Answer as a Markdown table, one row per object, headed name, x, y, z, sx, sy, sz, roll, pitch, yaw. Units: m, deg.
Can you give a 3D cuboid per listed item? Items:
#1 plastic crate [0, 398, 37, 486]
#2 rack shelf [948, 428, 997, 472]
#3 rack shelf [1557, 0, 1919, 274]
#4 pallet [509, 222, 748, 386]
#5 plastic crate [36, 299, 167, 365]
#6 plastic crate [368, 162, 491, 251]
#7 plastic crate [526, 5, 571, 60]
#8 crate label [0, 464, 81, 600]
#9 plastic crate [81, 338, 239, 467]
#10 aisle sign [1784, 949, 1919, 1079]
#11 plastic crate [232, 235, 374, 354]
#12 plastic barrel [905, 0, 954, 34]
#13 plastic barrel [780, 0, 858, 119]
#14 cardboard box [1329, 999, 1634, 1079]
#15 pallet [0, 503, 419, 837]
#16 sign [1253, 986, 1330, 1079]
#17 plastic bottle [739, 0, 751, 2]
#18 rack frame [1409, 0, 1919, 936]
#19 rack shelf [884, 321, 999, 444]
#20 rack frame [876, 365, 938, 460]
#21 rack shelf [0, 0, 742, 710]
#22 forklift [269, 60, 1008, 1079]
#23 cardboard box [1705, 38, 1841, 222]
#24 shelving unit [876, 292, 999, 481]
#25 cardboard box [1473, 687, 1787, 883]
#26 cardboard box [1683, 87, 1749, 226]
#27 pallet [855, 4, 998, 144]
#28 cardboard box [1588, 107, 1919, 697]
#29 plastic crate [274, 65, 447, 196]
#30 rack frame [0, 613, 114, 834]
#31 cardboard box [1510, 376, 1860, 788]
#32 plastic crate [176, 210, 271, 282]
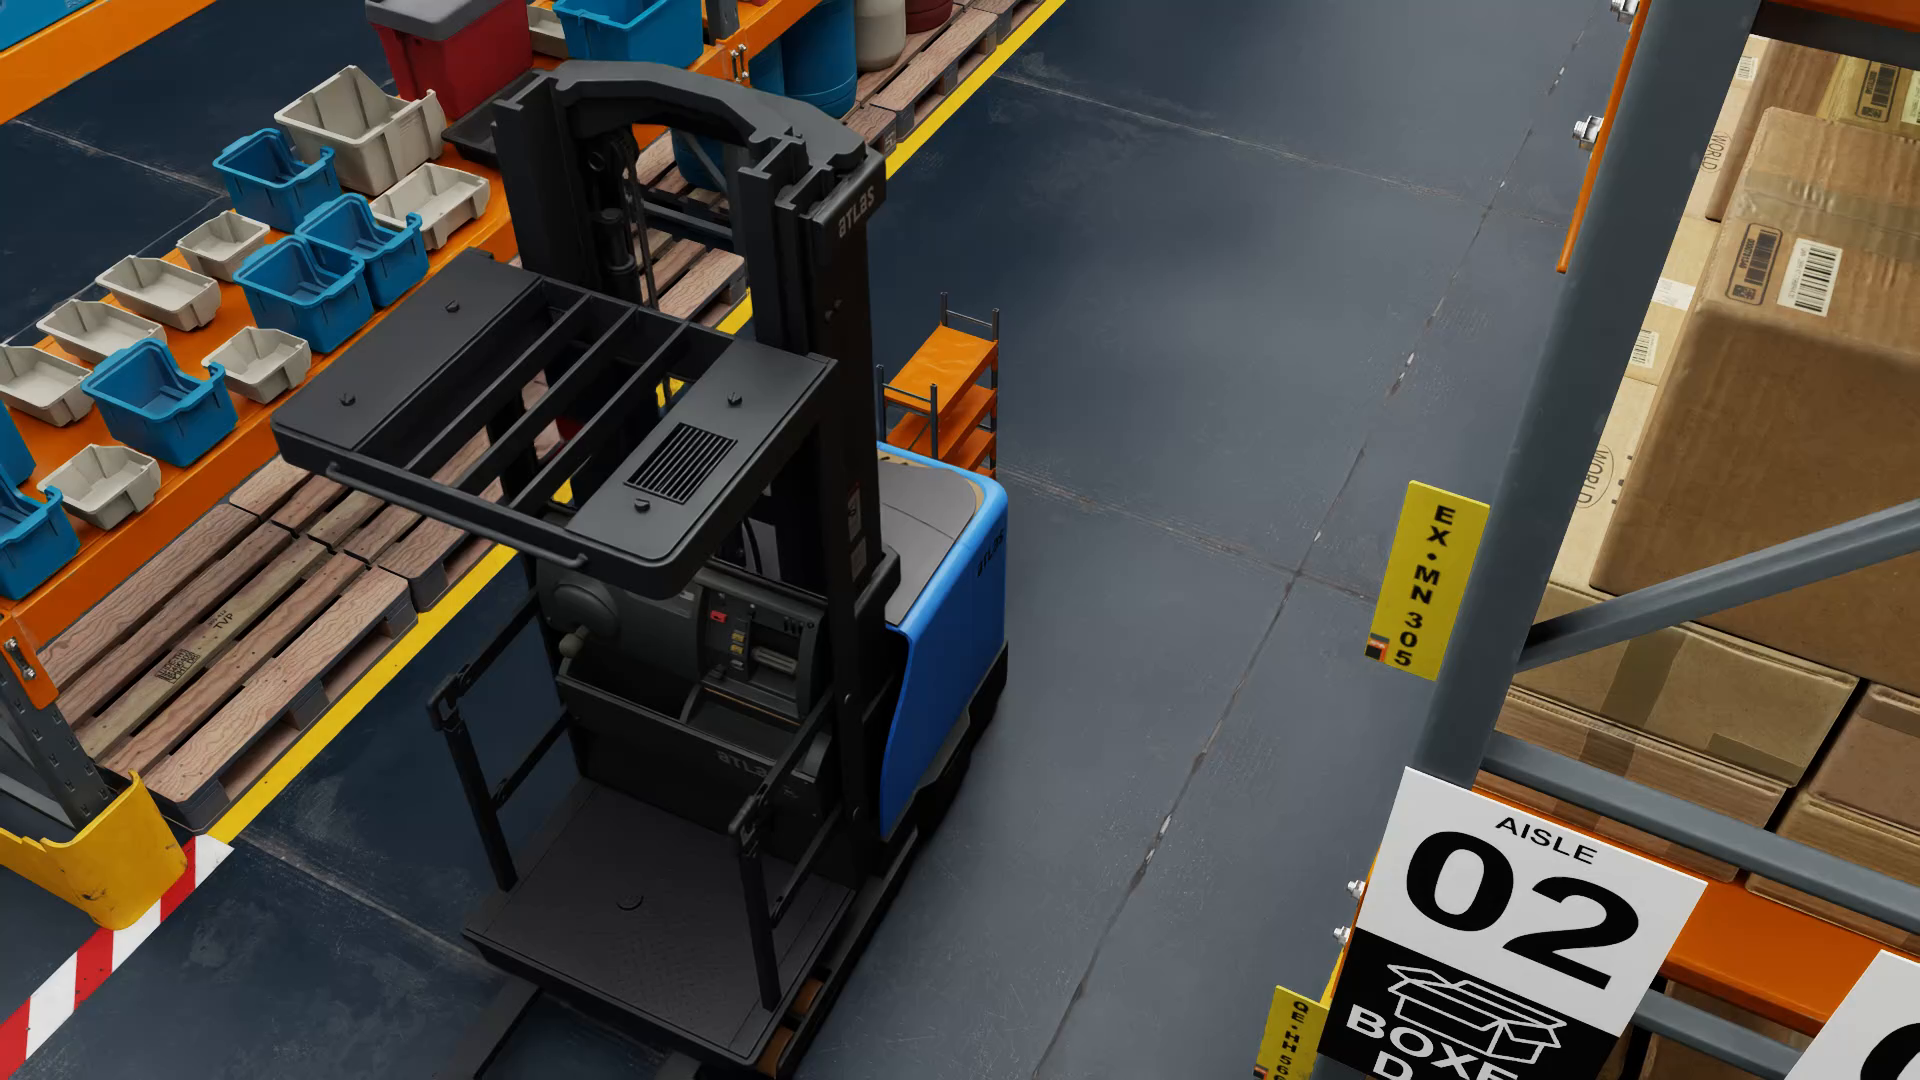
| name | x | y | z | sx | sy | sz | roll | pitch | yaw |
| --- | --- | --- | --- | --- | --- | --- | --- | --- | --- |
| plastic crate | -3.319 | -0.324 | 5.174 | 0.616 | 0.435 | 0.499 | 20 | 49 | 19 |
| rack shelf | -0.077 | -0.270 | 6.548 | 0.258 | 0.148 | 0.480 | 20 | 49 | 19 |
| rack shelf | 2.005 | -1.495 | 2.689 | 1.077 | 0.370 | 4.000 | 20 | 49 | 19 |
| pallet | -1.759 | -1.082 | 7.951 | 1.003 | 0.211 | 1.213 | 20 | 49 | 19 |
| plastic crate | -2.943 | -0.698 | 5.754 | 0.396 | 0.136 | 0.243 | 20 | 49 | 19 |
| plastic crate | -1.994 | -1.270 | 6.319 | 0.293 | 0.136 | 0.466 | 20 | 49 | 19 |
| plastic crate | -1.795 | -2.220 | 7.259 | 0.396 | 0.136 | 0.243 | 20 | 49 | 19 |
| crate label | -2.903 | -0.027 | 5.023 | 0.416 | 0.233 | 0.303 | 20 | 49 | 19 |
| plastic crate | -2.597 | -0.442 | 5.433 | 0.416 | 0.233 | 0.300 | 20 | 49 | 19 |
| aisle sign | 1.305 | 0.846 | 2.257 | 0.394 | 0.787 | 0.004 | 20 | 49 | 19 |
| plastic crate | -2.291 | -0.857 | 5.843 | 0.416 | 0.233 | 0.300 | 20 | 49 | 19 |
| plastic barrel | -0.331 | -3.333 | 9.615 | 0.600 | 0.588 | 0.708 | 20 | 49 | 19 |
| plastic barrel | -0.856 | -2.731 | 8.800 | 0.600 | 0.901 | 0.708 | 20 | 49 | 19 |
| cardboard box | 1.040 | 0.862 | 3.296 | 0.500 | 0.500 | 0.500 | 20 | 49 | 19 |
| pallet | -2.892 | 0.455 | 6.431 | 1.003 | 0.211 | 1.213 | 20 | 49 | 19 |
| sign | 0.595 | 0.906 | 2.989 | 0.100 | 0.325 | 0.005 | 20 | 49 | 19 |
| plastic bottle | -0.983 | -2.661 | 7.585 | 0.144 | 0.351 | 0.185 | 20 | 49 | 19 |
| rack frame | 1.077 | -0.489 | 1.186 | 1.000 | 3.000 | 0.127 | 20 | 49 | 19 |
| rack shelf | -0.077 | -0.594 | 6.221 | 0.258 | 0.148 | 0.480 | 20 | 49 | 19 |
| rack frame | -0.190 | -0.164 | 6.348 | 0.240 | 1.200 | 0.015 | 20 | 49 | 19 |
| rack shelf | -2.380 | -1.025 | 6.440 | 1.077 | 0.370 | 4.000 | 20 | 49 | 19 |
| forklift | -0.910 | 0.326 | 4.647 | 1.130 | 2.935 | 3.031 | 19 | 48 | 18 |
| cardboard box | 1.745 | -0.788 | 2.817 | 0.700 | 0.500 | 0.500 | 20 | 49 | 19 |
| shelving unit | -0.077 | -0.317 | 6.500 | 0.258 | 1.200 | 0.503 | 20 | 49 | 19 |
| cardboard box | 1.082 | 0.207 | 2.712 | 0.500 | 0.250 | 0.500 | 20 | 49 | 19 |
| cardboard box | 1.557 | -0.594 | 3.153 | 0.500 | 0.250 | 0.500 | 20 | 49 | 19 |
| pallet | -0.492 | -2.802 | 9.650 | 1.003 | 0.211 | 1.213 | 20 | 49 | 19 |
| cardboard box | 1.301 | -0.150 | 2.187 | 0.700 | 0.500 | 0.500 | 20 | 49 | 19 |
| plastic crate | -2.324 | -1.616 | 6.559 | 0.437 | 0.282 | 0.530 | 20 | 49 | 19 |
| rack frame | -3.309 | -0.018 | 4.939 | 1.000 | 3.000 | 0.127 | 20 | 49 | 19 |
| cardboard box | 1.089 | 0.034 | 2.532 | 0.500 | 0.250 | 0.500 | 20 | 49 | 19 |
| plastic crate | -2.715 | -1.074 | 6.126 | 0.298 | 0.136 | 0.250 | 20 | 49 | 19 |
